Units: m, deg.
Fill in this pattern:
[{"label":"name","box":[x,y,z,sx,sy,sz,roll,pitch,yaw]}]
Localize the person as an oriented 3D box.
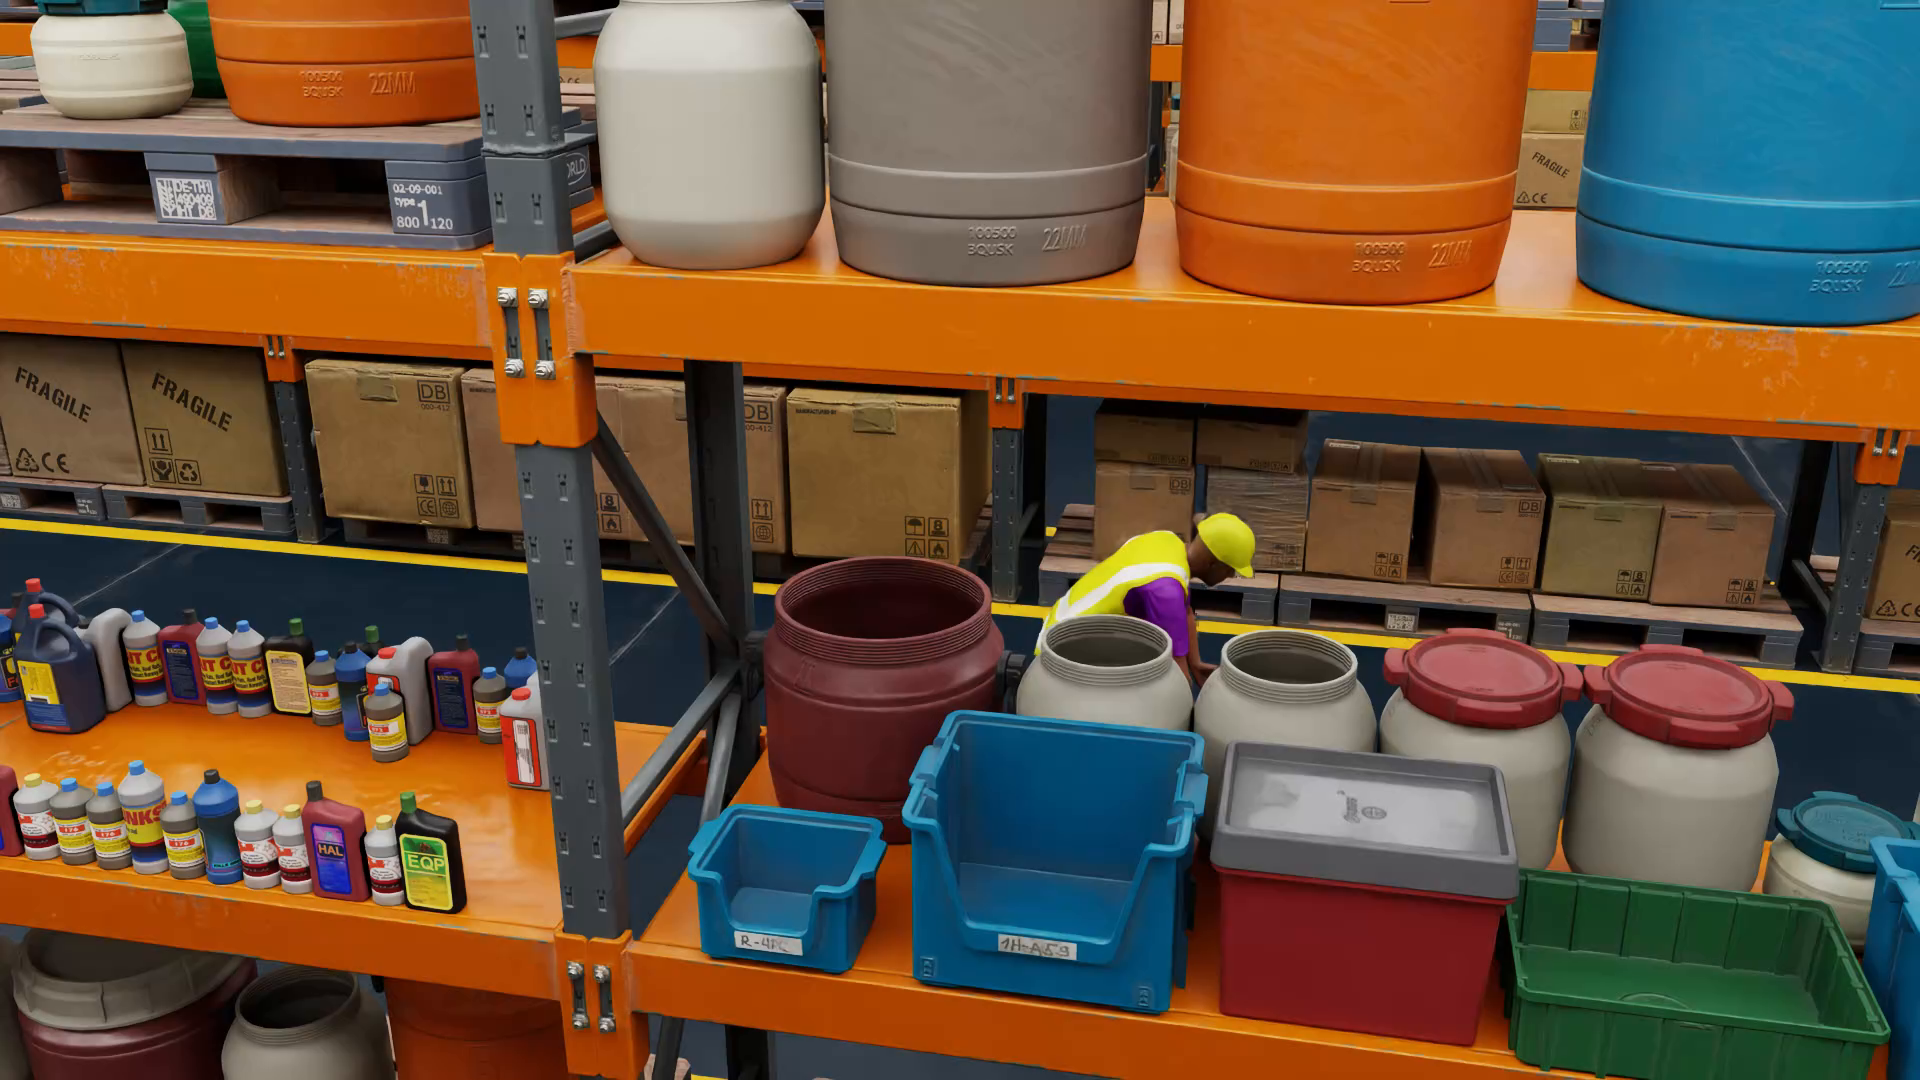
[{"label":"person","box":[0.715,0.467,6.558,0.823,1.260,0.626,4,22,11]}]
